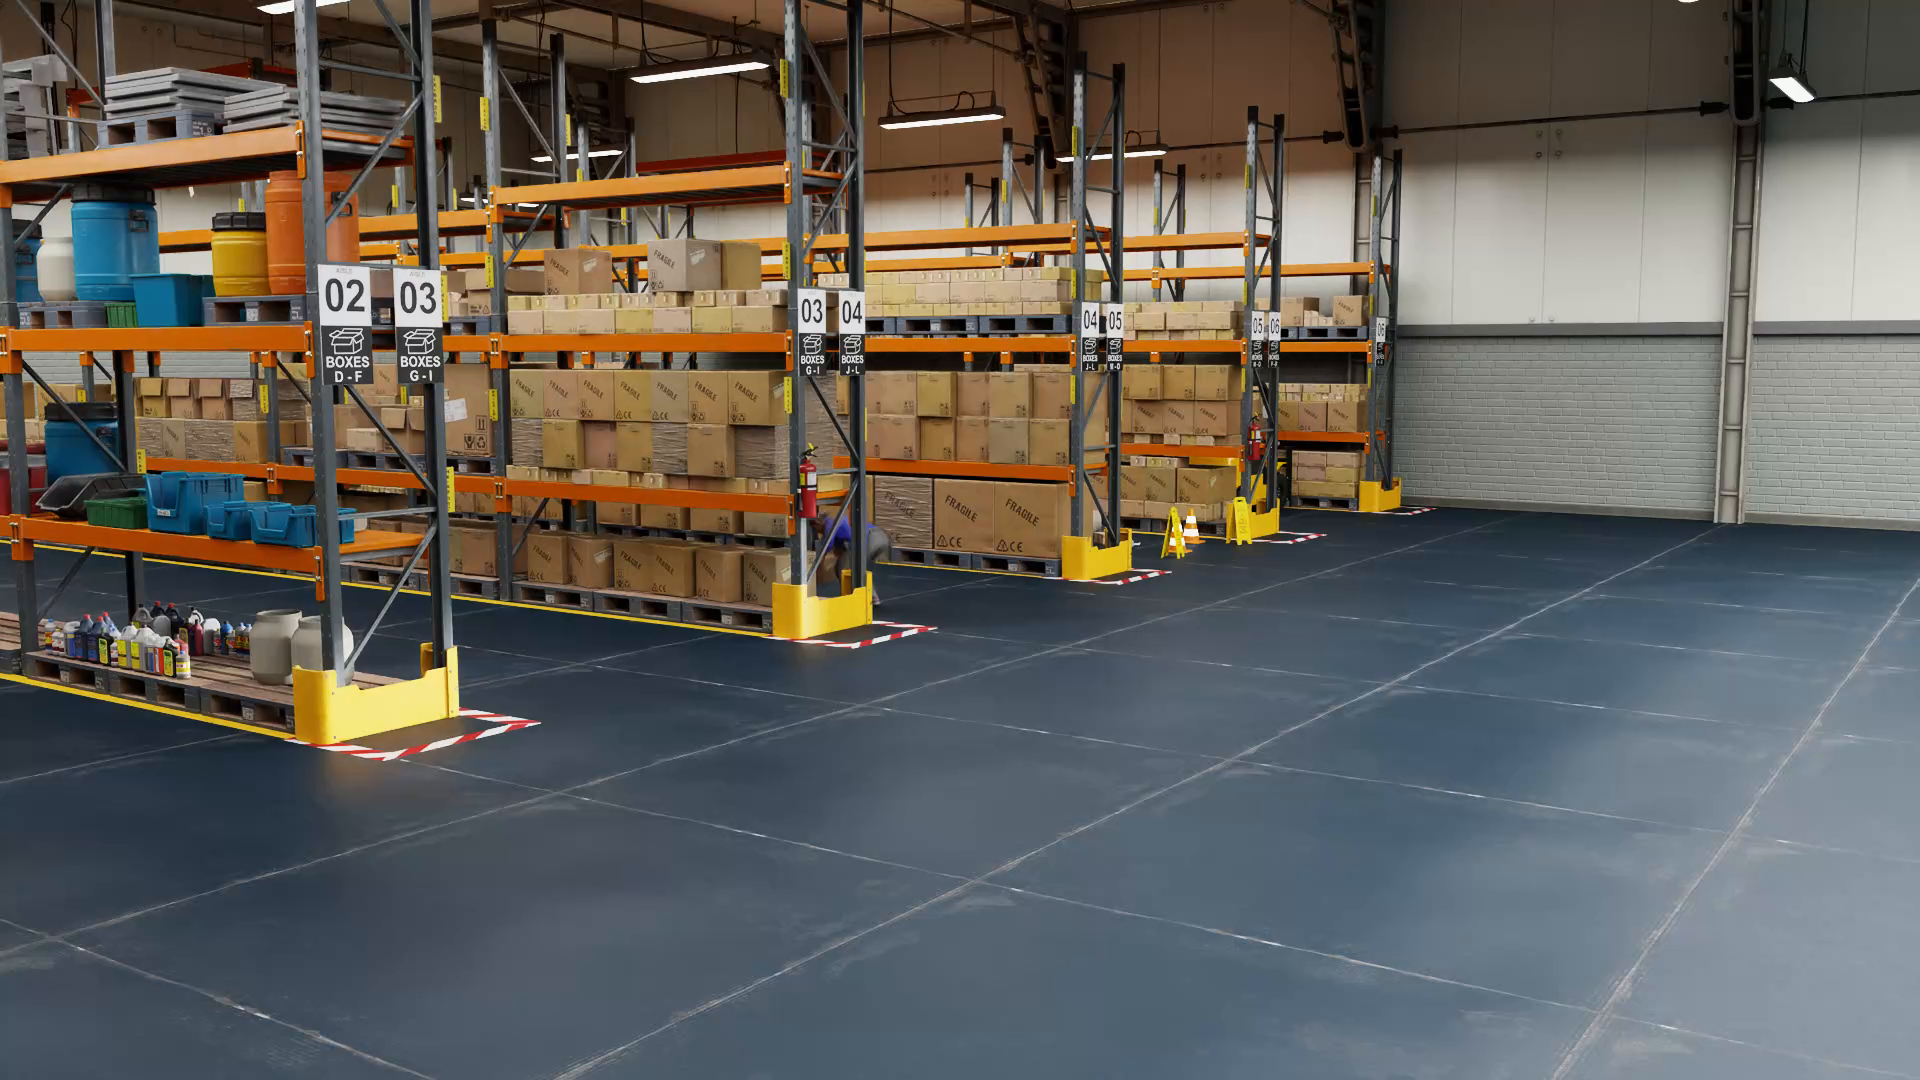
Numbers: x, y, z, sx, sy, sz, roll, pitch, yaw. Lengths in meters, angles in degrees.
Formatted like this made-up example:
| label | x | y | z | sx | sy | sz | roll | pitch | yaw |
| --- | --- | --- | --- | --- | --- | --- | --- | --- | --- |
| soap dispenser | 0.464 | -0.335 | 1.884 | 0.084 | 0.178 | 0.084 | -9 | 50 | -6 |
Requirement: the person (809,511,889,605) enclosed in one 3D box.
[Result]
| label | x | y | z | sx | sy | sz | roll | pitch | yaw |
| --- | --- | --- | --- | --- | --- | --- | --- | --- | --- |
| person | -1.173 | 0.198 | 17.283 | 0.860 | 0.989 | 0.468 | 3 | 7 | 22 |
